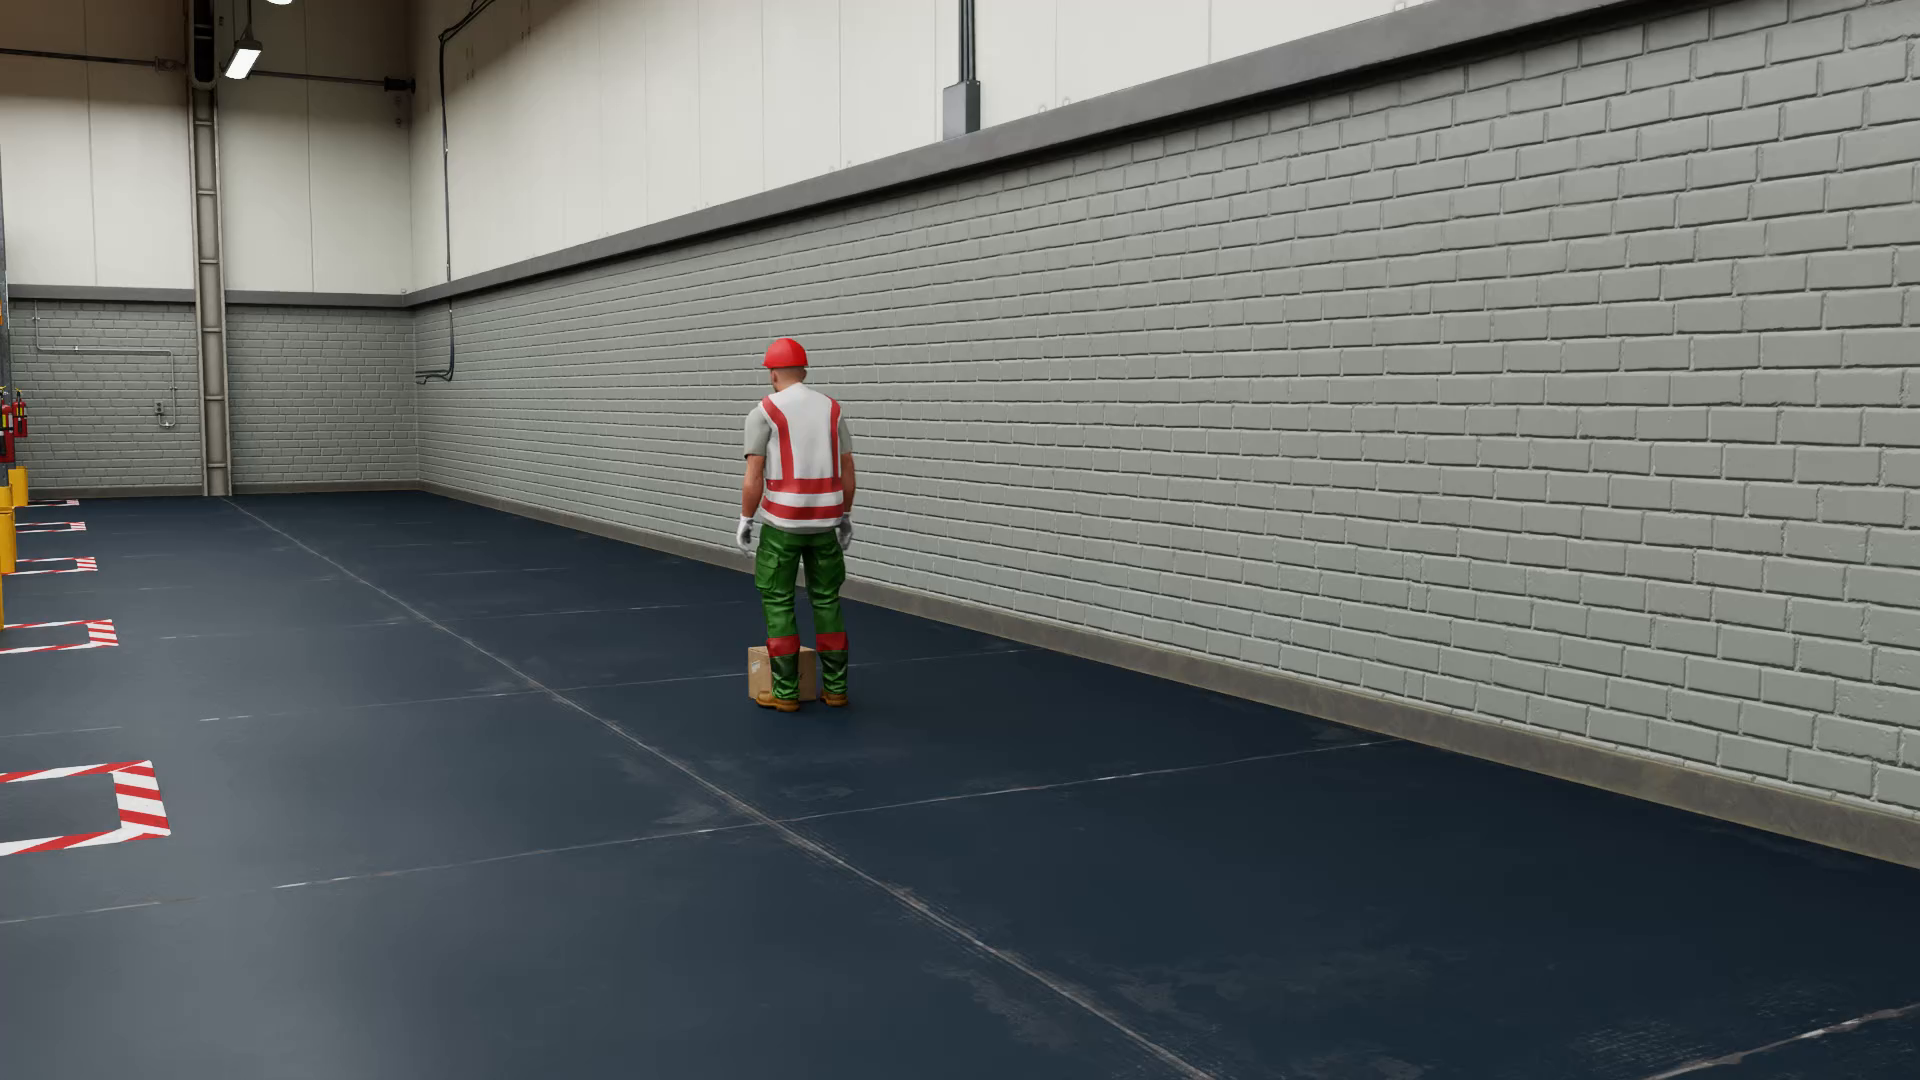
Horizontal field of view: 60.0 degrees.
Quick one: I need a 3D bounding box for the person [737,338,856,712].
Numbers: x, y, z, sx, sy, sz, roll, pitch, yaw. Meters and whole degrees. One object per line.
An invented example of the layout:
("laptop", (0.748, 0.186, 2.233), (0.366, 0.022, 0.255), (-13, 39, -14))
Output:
("person", (-0.785, -0.078, 8.009), (0.620, 1.779, 0.454), (-3, 6, -30))
